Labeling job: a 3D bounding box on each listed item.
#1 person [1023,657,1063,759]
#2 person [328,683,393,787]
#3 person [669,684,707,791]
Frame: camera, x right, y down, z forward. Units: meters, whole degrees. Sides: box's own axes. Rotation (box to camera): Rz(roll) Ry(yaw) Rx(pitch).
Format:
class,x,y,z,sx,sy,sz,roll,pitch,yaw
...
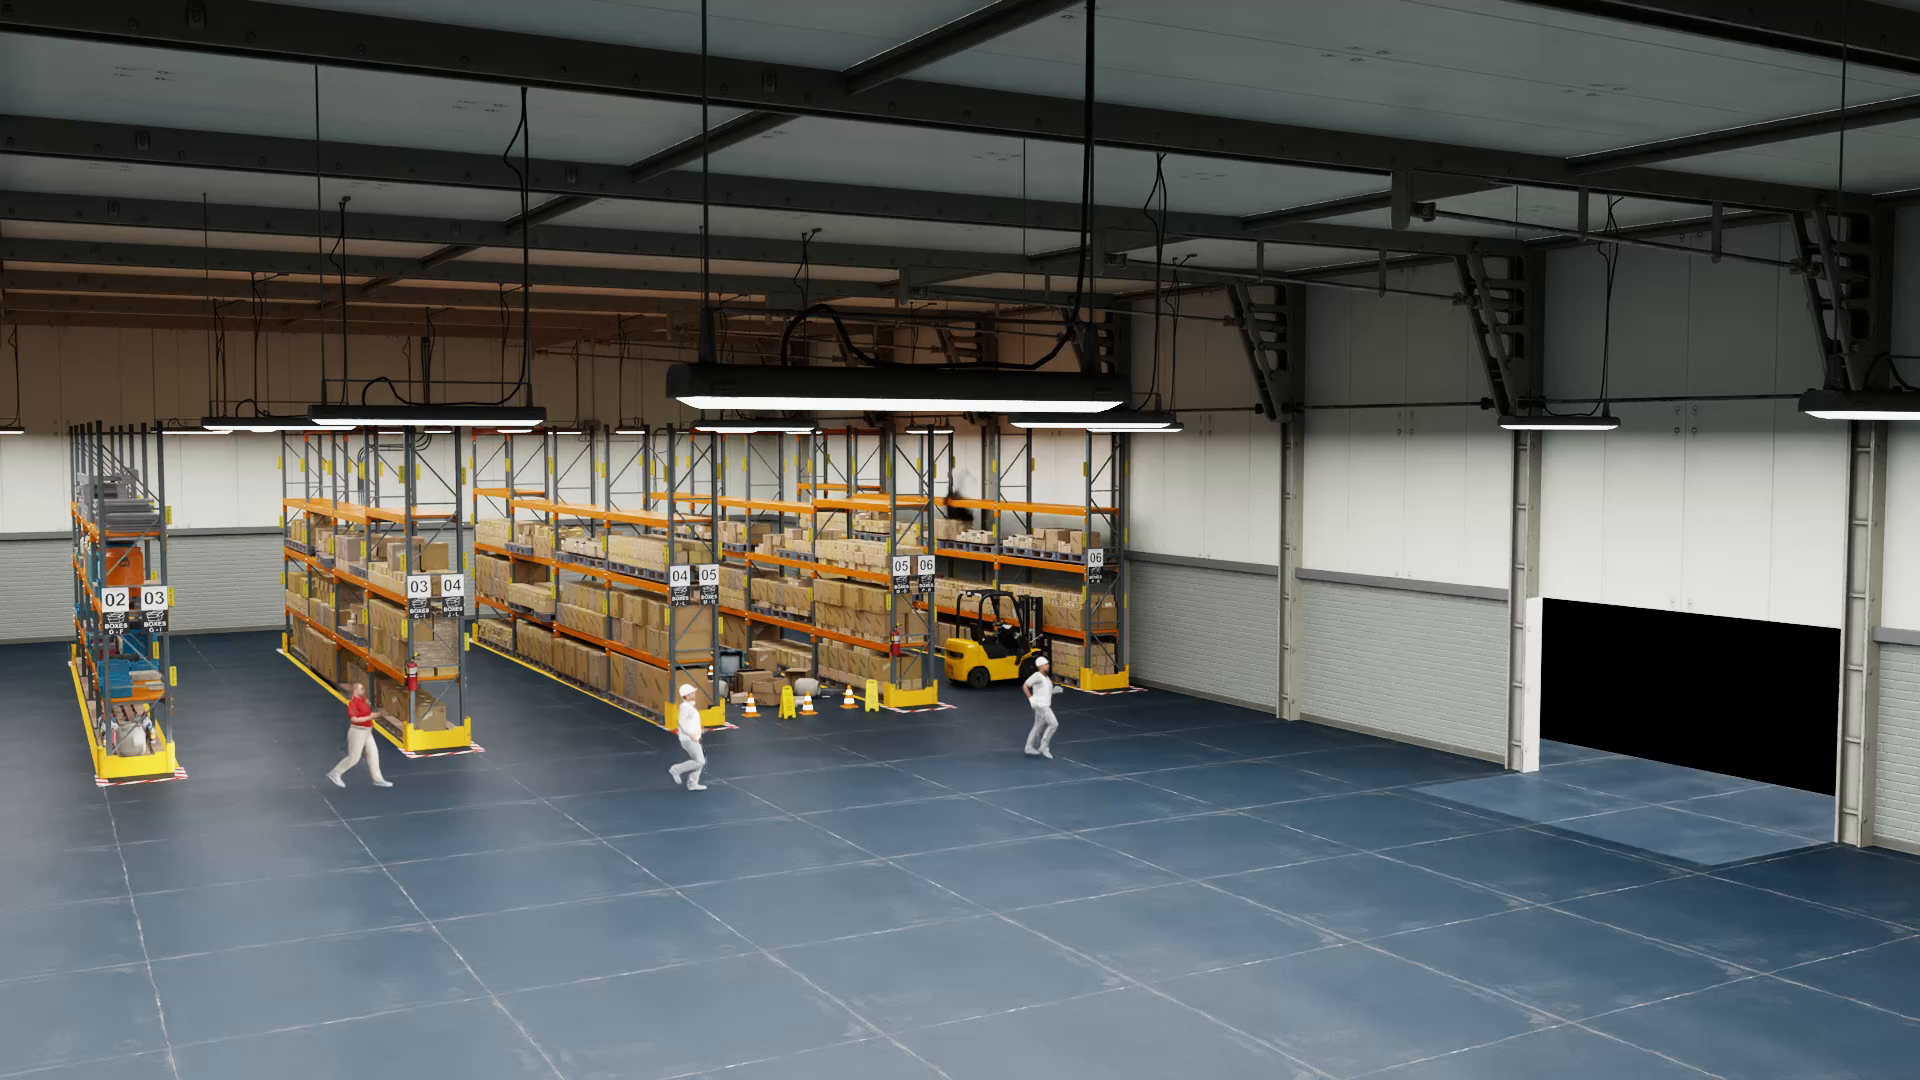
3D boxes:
class,x,y,z,sx,sy,sz,roll,pitch,yaw
person,1.493,2.996,29.711,0.694,1.815,0.669,1,4,11
person,-9.745,3.170,26.992,0.987,1.715,0.662,0,4,-1
person,-4.404,3.197,26.890,0.597,1.728,0.671,0,4,-8
